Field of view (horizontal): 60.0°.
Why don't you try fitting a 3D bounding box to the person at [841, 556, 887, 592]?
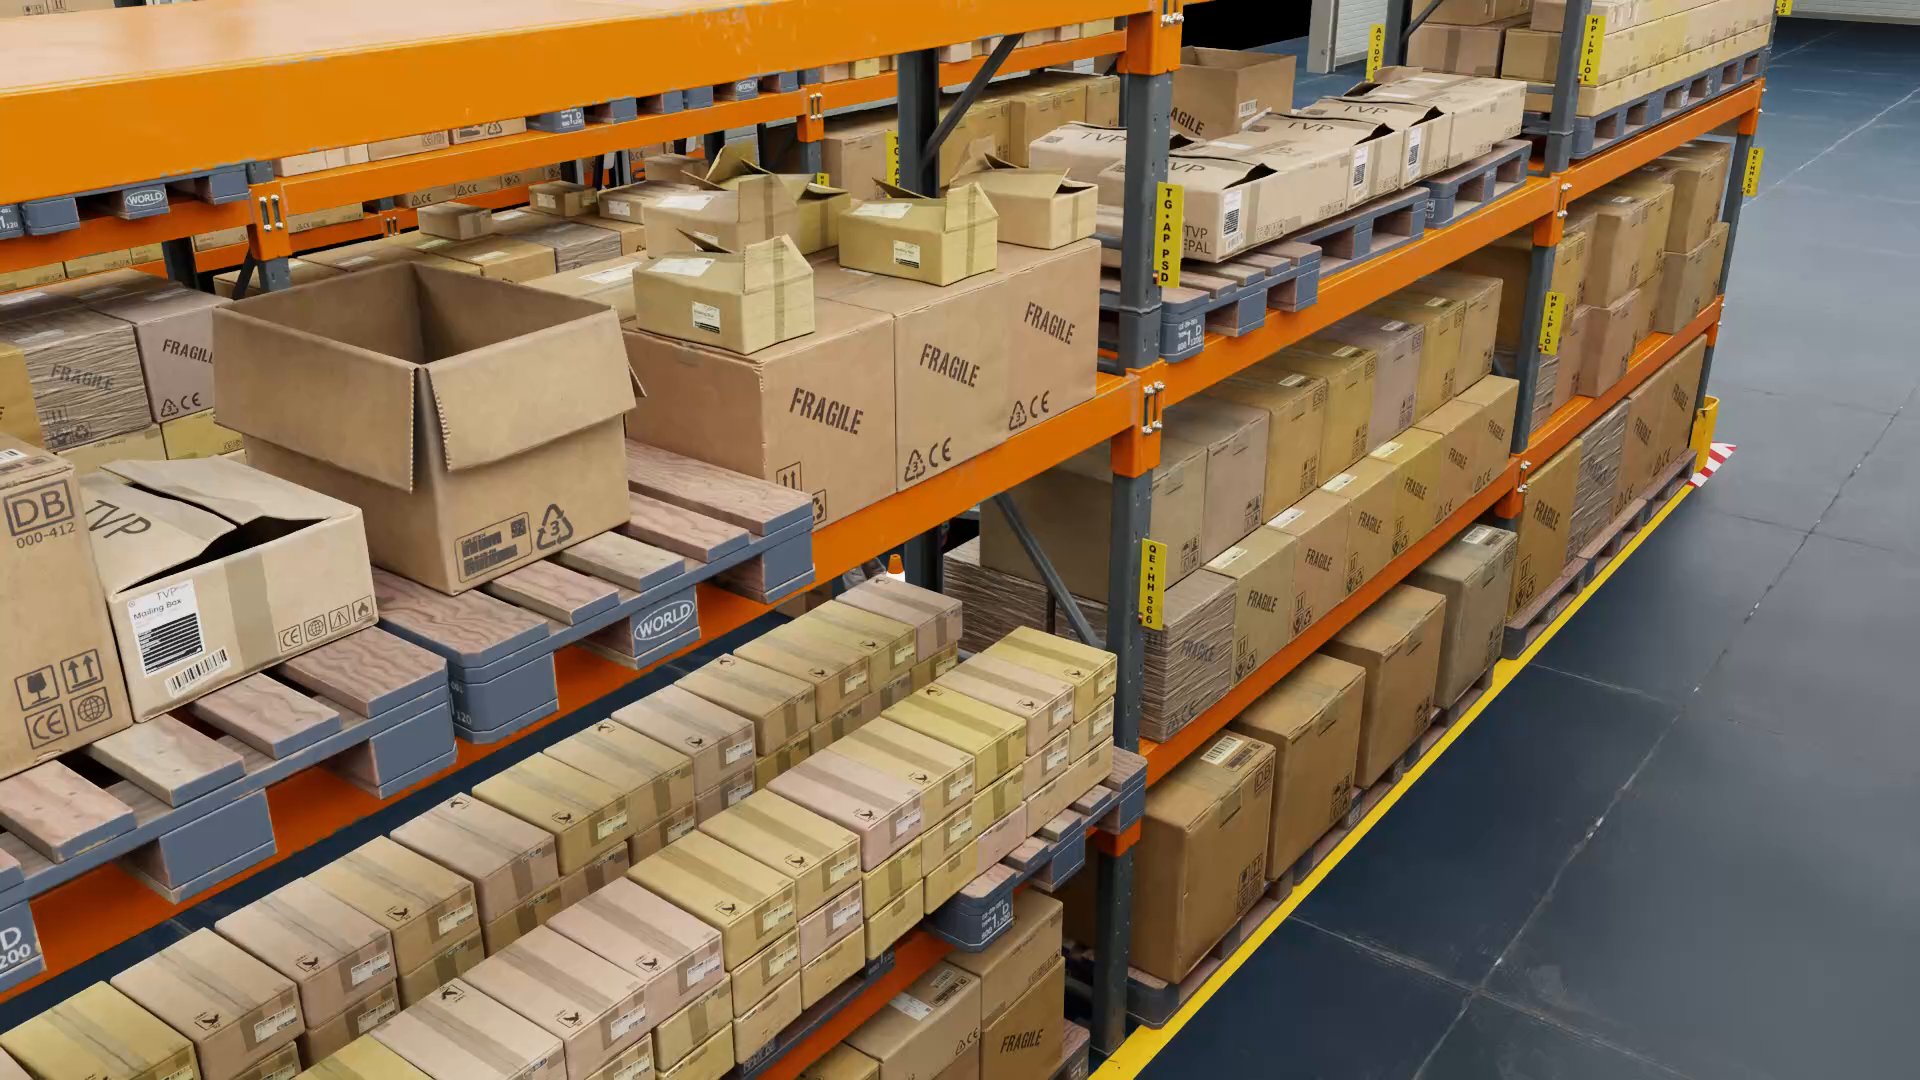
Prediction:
[{"bbox_3d":[-0.629,-0.234,9.620,0.536,1.681,0.465,18,29,35],"label":"person"}]
